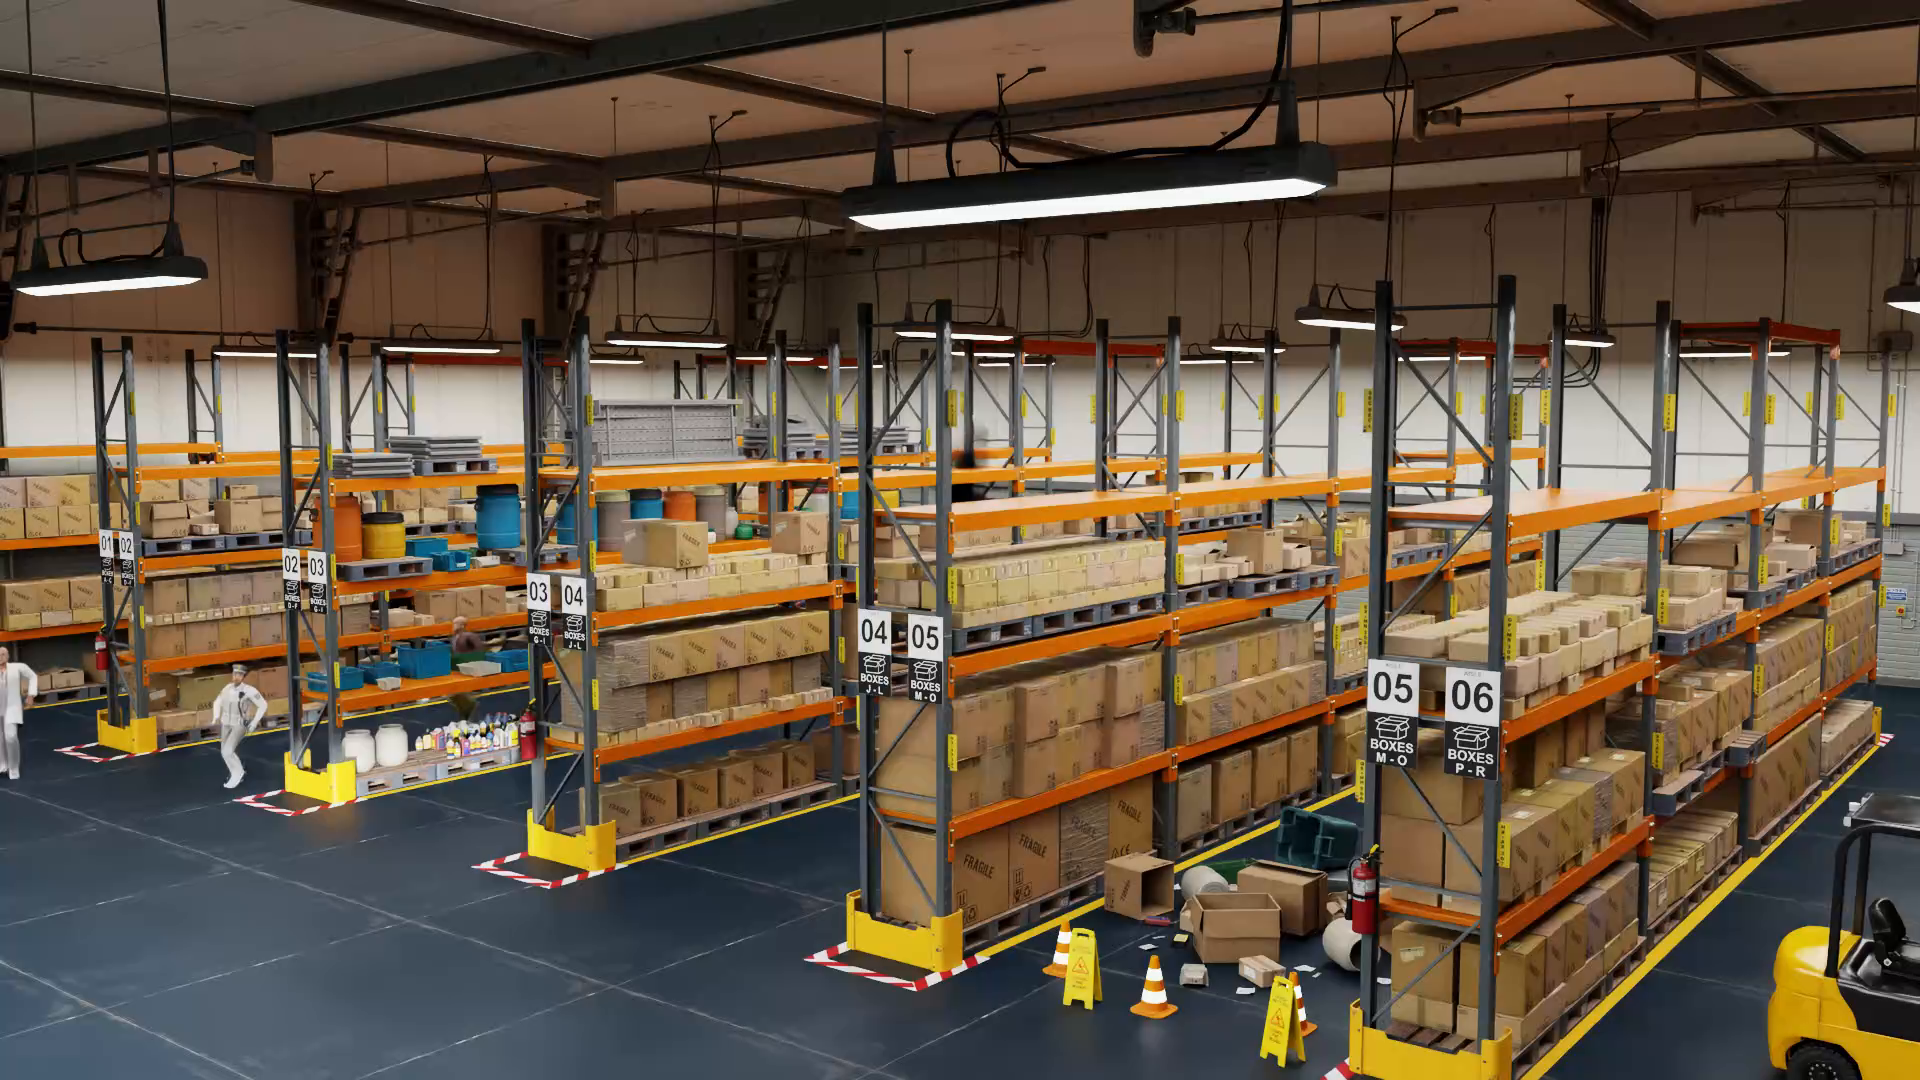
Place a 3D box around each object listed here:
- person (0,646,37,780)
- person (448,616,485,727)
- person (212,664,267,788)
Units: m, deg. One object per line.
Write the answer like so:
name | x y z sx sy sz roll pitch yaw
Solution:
person | -12.884 2.361 22.458 0.732 1.845 0.817 -2 5 -22
person | -7.769 2.057 25.828 0.717 1.741 0.529 3 6 32
person | -9.489 2.443 21.796 0.688 1.651 0.541 1 5 13
